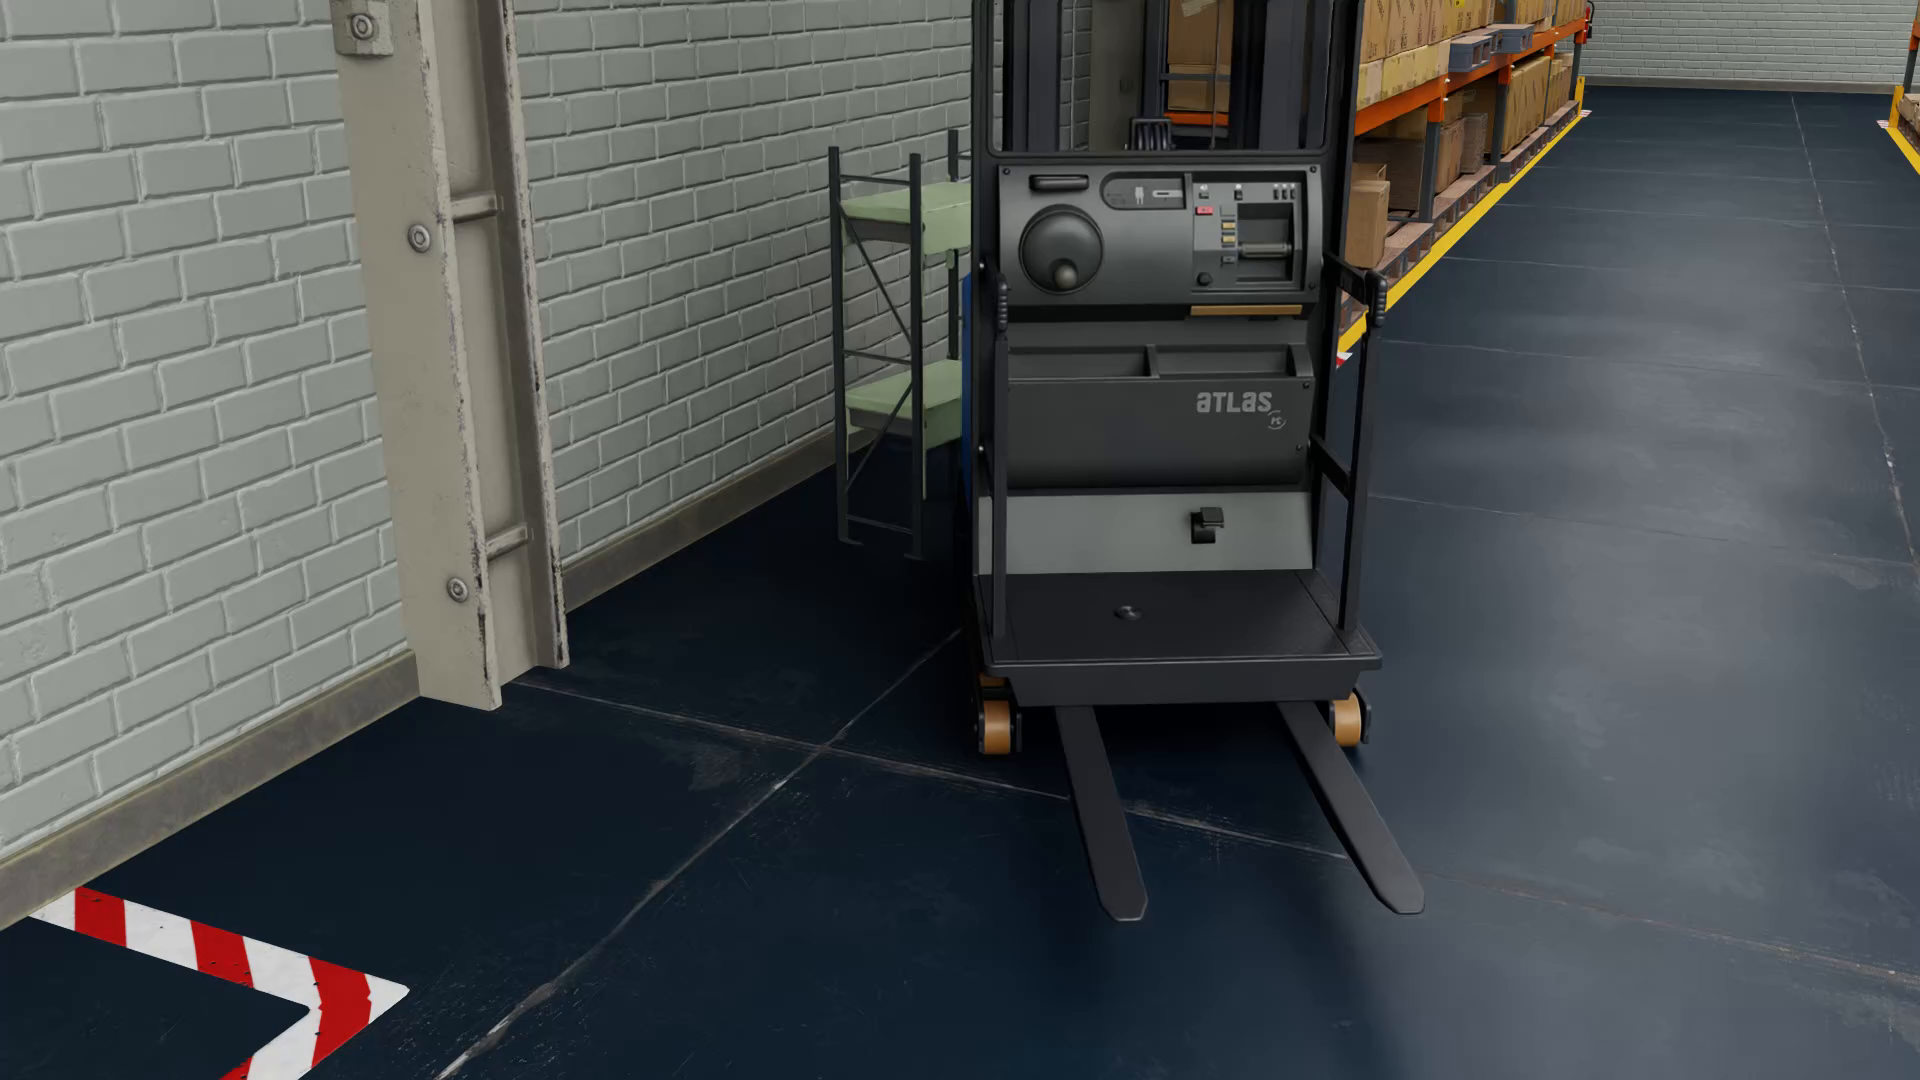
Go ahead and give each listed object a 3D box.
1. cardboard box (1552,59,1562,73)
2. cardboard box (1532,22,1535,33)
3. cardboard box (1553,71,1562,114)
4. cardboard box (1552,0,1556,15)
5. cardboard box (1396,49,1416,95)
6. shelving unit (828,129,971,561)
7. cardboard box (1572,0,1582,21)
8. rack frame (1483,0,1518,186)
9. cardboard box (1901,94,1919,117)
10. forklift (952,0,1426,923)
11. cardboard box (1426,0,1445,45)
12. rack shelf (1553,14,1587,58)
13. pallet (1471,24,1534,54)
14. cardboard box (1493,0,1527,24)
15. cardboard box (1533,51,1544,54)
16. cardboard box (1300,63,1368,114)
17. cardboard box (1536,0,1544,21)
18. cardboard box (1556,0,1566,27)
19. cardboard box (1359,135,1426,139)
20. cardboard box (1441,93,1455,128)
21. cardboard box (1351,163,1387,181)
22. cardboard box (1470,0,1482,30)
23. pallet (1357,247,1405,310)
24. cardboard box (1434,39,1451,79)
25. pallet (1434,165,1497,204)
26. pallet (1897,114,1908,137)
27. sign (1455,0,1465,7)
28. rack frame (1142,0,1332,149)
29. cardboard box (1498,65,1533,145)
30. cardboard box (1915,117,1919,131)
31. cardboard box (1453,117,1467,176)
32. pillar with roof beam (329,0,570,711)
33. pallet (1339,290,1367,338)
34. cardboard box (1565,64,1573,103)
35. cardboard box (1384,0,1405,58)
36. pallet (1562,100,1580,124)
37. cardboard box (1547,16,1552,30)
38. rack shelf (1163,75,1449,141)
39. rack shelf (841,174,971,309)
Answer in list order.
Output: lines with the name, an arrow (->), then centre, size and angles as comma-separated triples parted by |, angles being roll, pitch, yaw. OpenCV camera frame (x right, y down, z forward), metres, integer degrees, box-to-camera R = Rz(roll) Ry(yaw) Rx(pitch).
cardboard box -> 7.320, -5.928, 20.797 | 0.380, 0.149, 0.250 | 8, 21, 21
cardboard box -> 5.959, -5.515, 17.845 | 0.380, 0.149, 0.250 | 8, 21, 21
cardboard box -> 7.220, -5.693, 21.104 | 0.700, 0.500, 0.500 | 9, 22, 24
cardboard box -> 6.440, -6.170, 18.717 | 0.500, 0.500, 0.500 | 8, 21, 22
cardboard box -> 2.598, -2.994, 10.606 | 0.500, 0.250, 0.500 | 9, 21, 23
shelving unit -> -0.091, -0.768, 6.389 | 0.431, 1.500, 0.755 | 13, 24, 33
cardboard box -> 7.550, -7.132, 21.597 | 0.980, 0.700, 0.700 | 8, 21, 22
rack frame -> 4.762, -4.926, 15.843 | 1.000, 3.000, 0.127 | 9, 21, 23
cardboard box -> 11.872, -5.324, 20.411 | 0.500, 0.250, 0.500 | 9, 21, 23
forklift -> 0.586, -0.876, 4.556 | 1.130, 2.935, 3.031 | -1, 20, -3
cardboard box -> 3.013, -3.655, 11.344 | 0.500, 0.500, 0.500 | 8, 21, 22
rack shelf -> 7.219, -6.421, 21.121 | 1.077, 0.370, 4.000 | 9, 21, 23
pallet -> 4.567, -4.603, 15.221 | 1.213, 0.211, 1.003 | 9, 21, 23
cardboard box -> 5.194, -5.236, 16.092 | 0.500, 0.500, 0.500 | 9, 22, 24
cardboard box -> 7.711, -6.535, 22.504 | 0.380, 0.149, 0.250 | 9, 21, 23
cardboard box -> 1.975, -2.525, 9.285 | 0.500, 0.250, 0.500 | 8, 21, 21
cardboard box -> 5.827, -5.706, 17.415 | 0.500, 0.500, 0.500 | 9, 22, 24
cardboard box -> 6.637, -6.454, 19.691 | 0.980, 0.700, 0.700 | 9, 21, 24
cardboard box -> 3.576, -3.125, 13.852 | 0.700, 0.500, 0.500 | 8, 21, 22
cardboard box -> 4.018, -3.758, 14.514 | 0.500, 0.250, 0.500 | 8, 21, 22
cardboard box -> 2.735, -2.410, 11.842 | 0.500, 0.500, 0.500 | 7, 21, 19
cardboard box -> 4.088, -4.651, 14.265 | 0.700, 0.500, 0.500 | 9, 21, 23
pallet -> 2.383, -1.805, 11.229 | 1.003, 0.211, 1.213 | 9, 21, 23
cardboard box -> 3.206, -3.455, 11.902 | 0.500, 0.250, 0.500 | 9, 21, 23
pallet -> 4.440, -3.373, 15.639 | 1.003, 0.211, 1.213 | 9, 21, 23
pallet -> 12.202, -5.112, 20.528 | 1.003, 0.211, 1.213 | 9, 21, 23
sign -> 3.622, -4.039, 12.057 | 0.100, 0.325, 0.005 | 9, 21, 23
rack frame -> 1.486, -2.480, 8.966 | 1.000, 3.000, 0.127 | 9, 21, 23
cardboard box -> 5.547, -4.585, 17.465 | 0.750, 0.750, 0.750 | 8, 21, 22
cardboard box -> 10.994, -4.670, 18.722 | 0.380, 0.149, 0.250 | 9, 21, 23
cardboard box -> 4.197, -3.587, 15.151 | 0.700, 0.500, 0.500 | 9, 21, 23
pillar with roof beam -> 2.454, -3.215, 2.078 | 9.100, 9.000, 0.400 | 9, 21, 23
pallet -> 1.882, -1.433, 10.184 | 1.003, 0.211, 1.213 | 9, 21, 23
cardboard box -> 7.842, -6.164, 22.428 | 0.700, 0.500, 0.500 | 9, 21, 23
cardboard box -> 2.384, -3.184, 10.020 | 0.500, 0.500, 0.500 | 8, 21, 21
pallet -> 7.781, -5.802, 22.469 | 1.003, 0.211, 1.213 | 9, 21, 23
cardboard box -> 6.438, -5.817, 18.694 | 0.380, 0.149, 0.250 | 9, 21, 24
rack shelf -> 2.305, -2.753, 10.806 | 1.077, 0.370, 4.000 | 9, 21, 23
rack shelf -> -0.091, -1.136, 6.259 | 0.431, 0.370, 0.720 | 13, 24, 33
